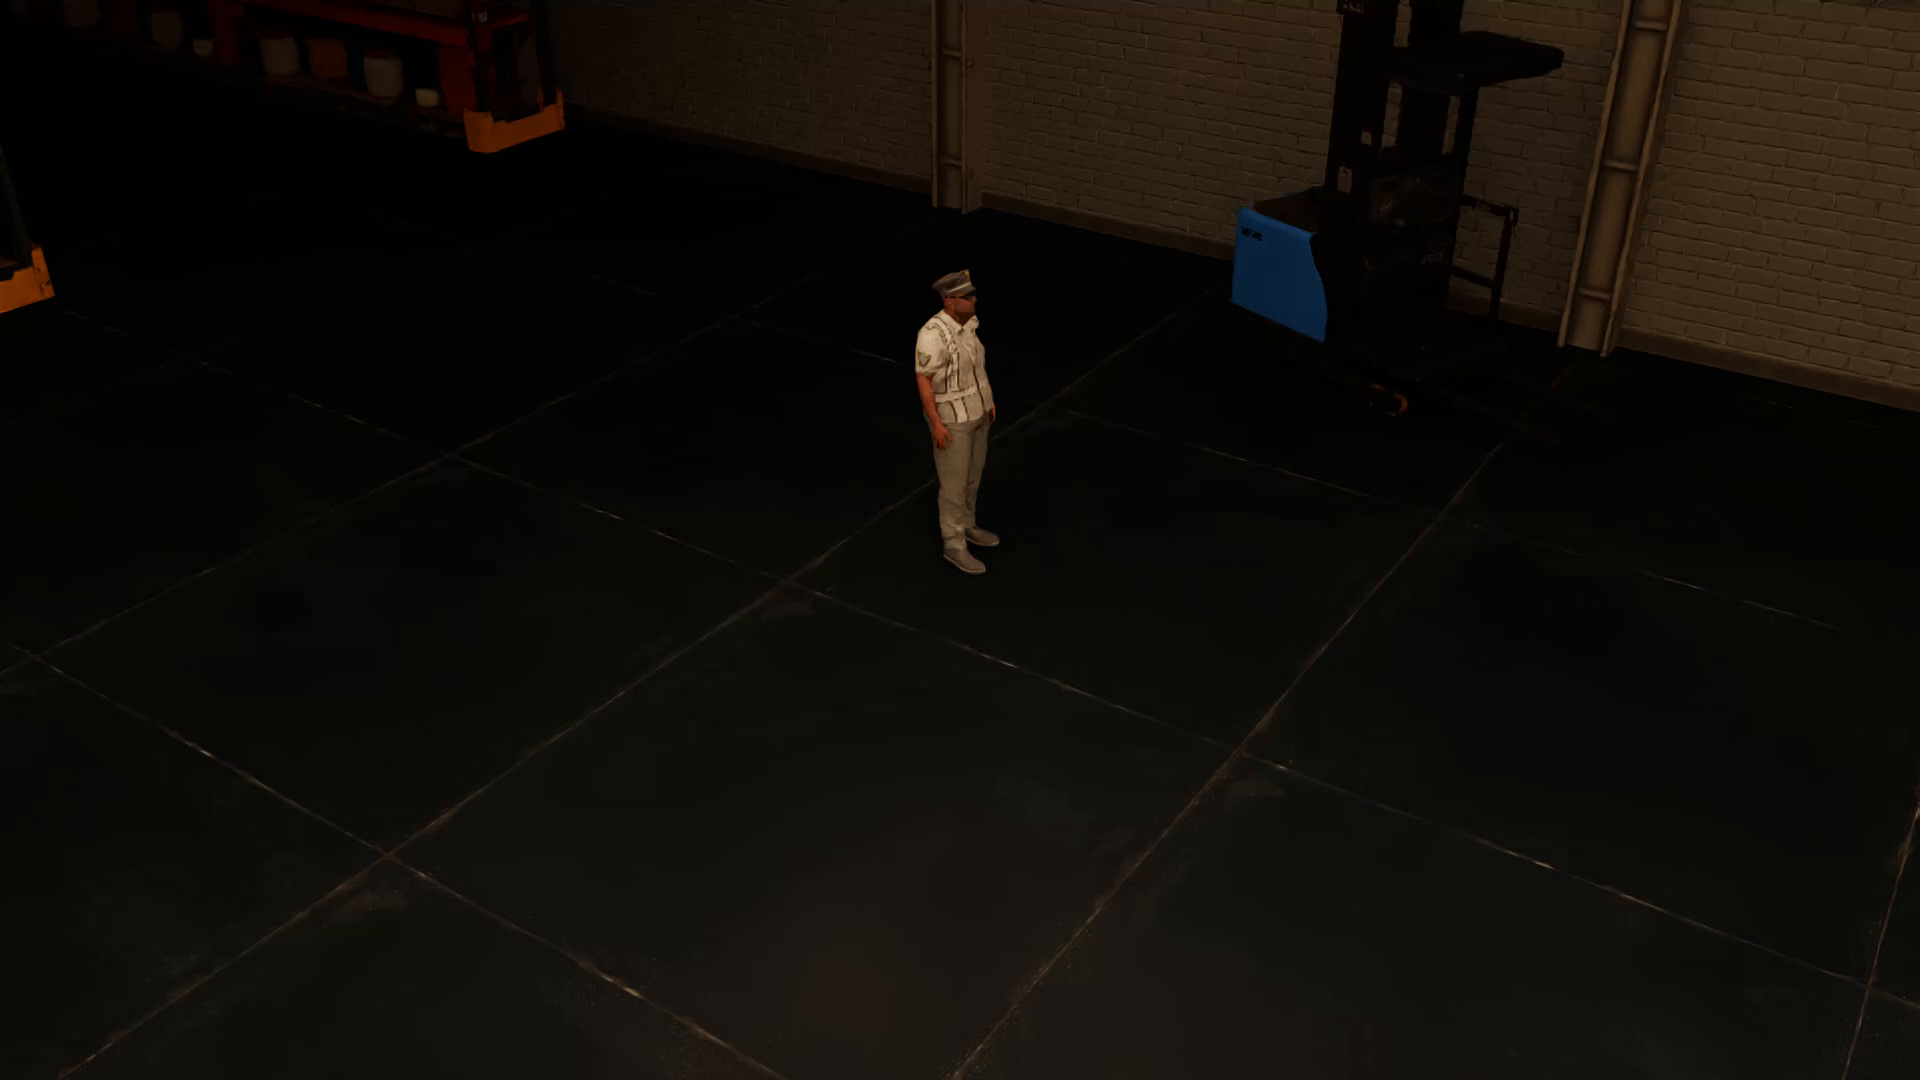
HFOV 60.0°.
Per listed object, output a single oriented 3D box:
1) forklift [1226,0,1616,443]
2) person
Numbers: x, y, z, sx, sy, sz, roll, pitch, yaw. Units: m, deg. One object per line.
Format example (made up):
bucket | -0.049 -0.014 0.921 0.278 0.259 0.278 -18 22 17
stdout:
forklift | 3.392 -2.443 11.788 1.130 2.935 3.031 -20 36 -31
person | 0.058 -0.750 10.002 0.574 1.781 0.640 19 35 29
